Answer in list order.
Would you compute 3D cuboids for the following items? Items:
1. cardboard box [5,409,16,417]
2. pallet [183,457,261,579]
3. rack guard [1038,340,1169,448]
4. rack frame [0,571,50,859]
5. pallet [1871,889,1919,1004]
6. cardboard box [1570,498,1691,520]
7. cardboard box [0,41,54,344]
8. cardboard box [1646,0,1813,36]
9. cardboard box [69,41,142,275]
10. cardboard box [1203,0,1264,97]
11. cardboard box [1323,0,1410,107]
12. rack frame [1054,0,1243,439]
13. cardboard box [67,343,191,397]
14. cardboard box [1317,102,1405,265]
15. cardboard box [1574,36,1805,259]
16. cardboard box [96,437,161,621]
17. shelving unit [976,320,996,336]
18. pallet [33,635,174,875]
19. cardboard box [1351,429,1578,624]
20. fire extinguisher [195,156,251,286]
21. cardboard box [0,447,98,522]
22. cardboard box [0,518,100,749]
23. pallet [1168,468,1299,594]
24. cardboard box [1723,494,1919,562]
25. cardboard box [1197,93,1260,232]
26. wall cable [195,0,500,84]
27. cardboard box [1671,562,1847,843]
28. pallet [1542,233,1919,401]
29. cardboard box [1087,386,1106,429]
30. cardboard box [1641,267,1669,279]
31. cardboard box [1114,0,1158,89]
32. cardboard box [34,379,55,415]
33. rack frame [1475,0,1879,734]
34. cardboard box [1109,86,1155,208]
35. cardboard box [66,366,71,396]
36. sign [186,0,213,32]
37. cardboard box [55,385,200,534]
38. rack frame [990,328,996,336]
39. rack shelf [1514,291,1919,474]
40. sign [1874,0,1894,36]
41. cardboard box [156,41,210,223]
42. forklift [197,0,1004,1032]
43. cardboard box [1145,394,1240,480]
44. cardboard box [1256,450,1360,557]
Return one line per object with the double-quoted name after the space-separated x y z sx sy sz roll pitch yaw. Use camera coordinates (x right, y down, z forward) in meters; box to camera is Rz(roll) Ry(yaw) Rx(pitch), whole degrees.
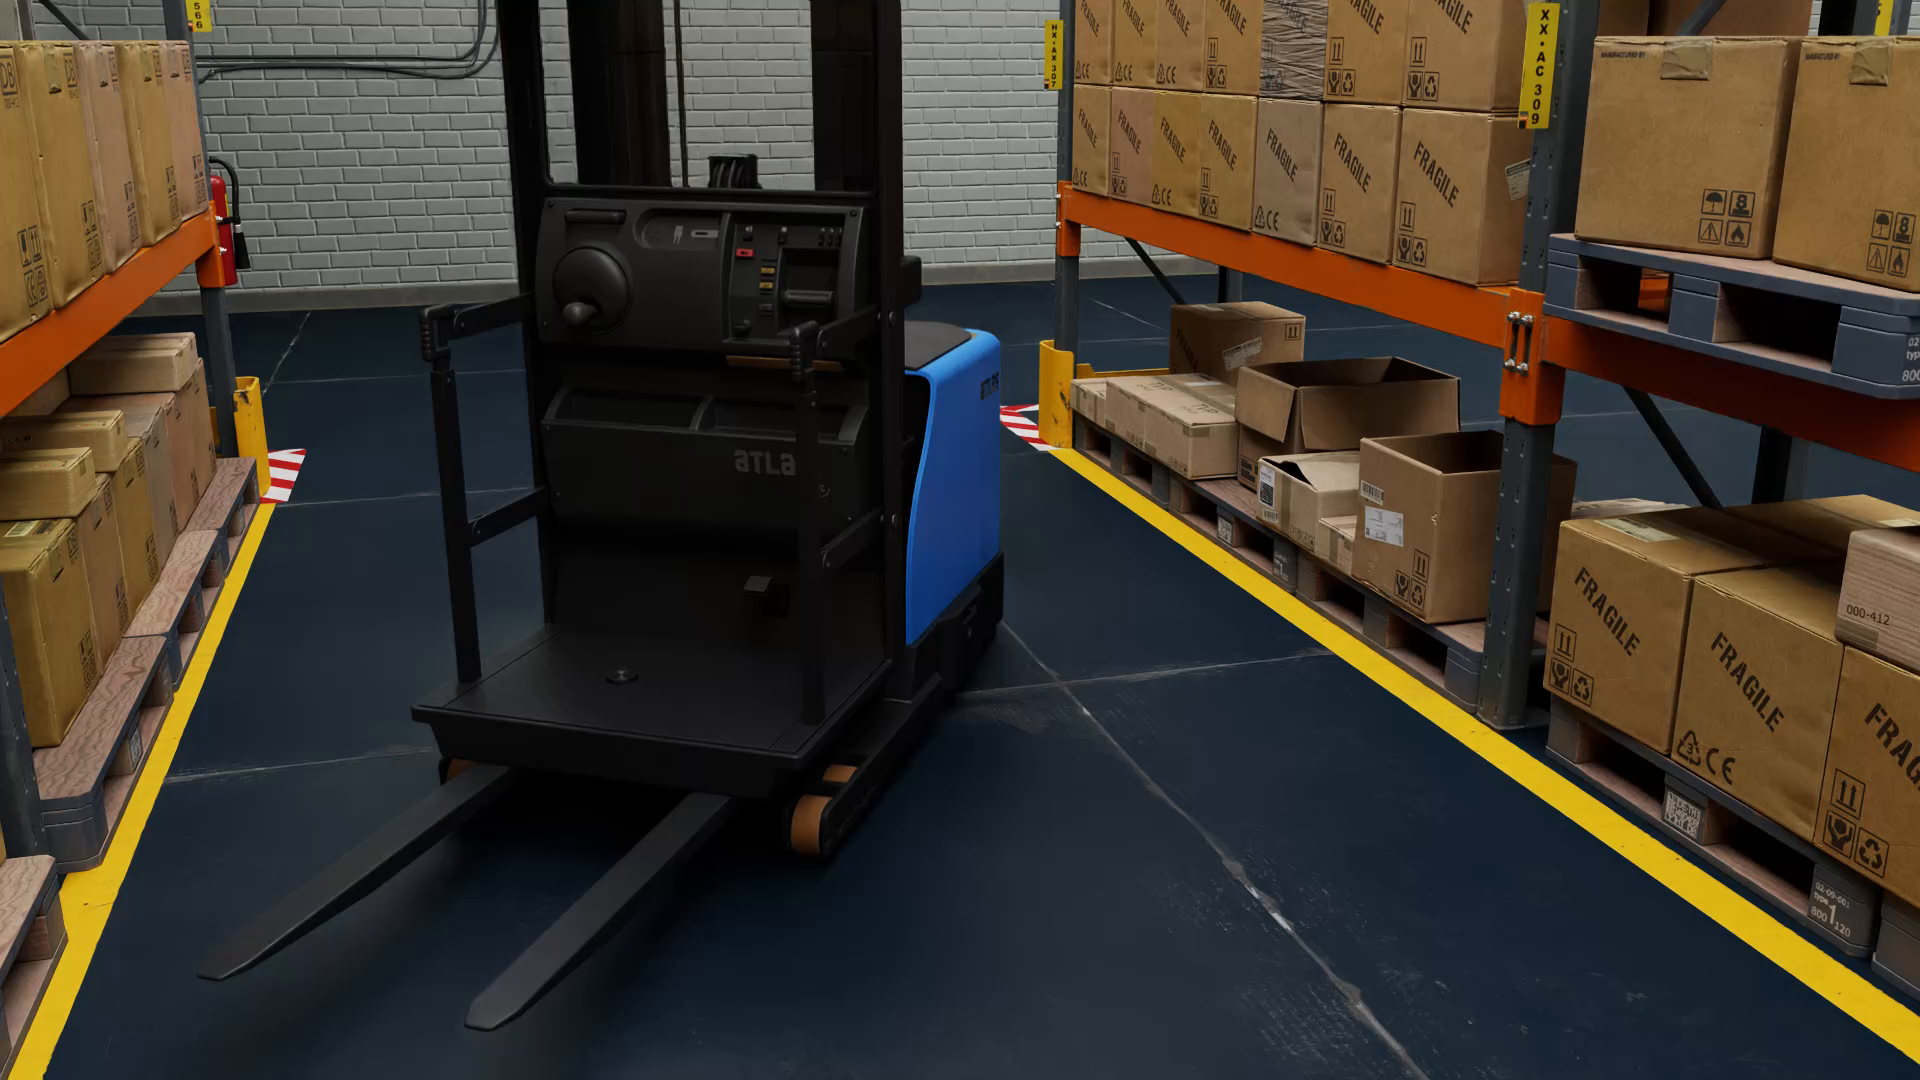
-3.295 -0.350 5.389 0.380 0.149 0.250 -5 17 -16 "cardboard box"
-3.481 -0.072 6.825 1.003 0.211 1.213 -5 17 -15 "pallet"
1.007 -0.797 8.736 1.175 0.500 0.348 -5 17 -15 "rack guard"
-2.677 -0.516 3.456 1.000 3.000 0.127 -5 17 -15 "rack frame"
2.684 0.987 3.300 1.003 0.211 1.213 -5 17 -15 "pallet"
2.178 0.035 5.530 0.500 0.311 0.500 -5 17 -15 "cardboard box"
-2.810 -0.811 3.917 0.980 0.700 0.700 -4 17 -14 "cardboard box"
2.226 -1.588 5.113 0.500 0.500 0.500 -4 17 -14 "cardboard box"
-3.215 -1.214 5.258 0.980 0.700 0.700 -6 18 -18 "cardboard box"
1.278 -1.975 6.402 0.500 0.500 0.500 -5 17 -16 "cardboard box"
1.554 -1.696 5.474 0.500 0.500 0.500 -5 17 -16 "cardboard box"
0.986 -2.015 8.447 1.000 3.000 0.127 -5 17 -15 "rack frame"
-3.206 -0.660 6.422 0.380 0.149 0.250 -4 17 -14 "cardboard box"
1.558 -1.217 5.616 0.500 0.500 0.500 -4 17 -14 "cardboard box"
2.000 -1.009 4.194 0.700 0.500 0.500 -12 20 -34 "cardboard box"
-3.058 -0.016 5.408 0.700 0.500 0.500 -4 17 -14 "cardboard box"
-0.002 -0.433 6.830 0.258 0.900 0.210 -5 17 -15 "shelving unit"
-2.811 0.603 4.578 1.003 0.211 1.213 -5 17 -15 "pallet"
1.656 -0.057 5.510 0.500 0.500 0.500 -5 17 -15 "cardboard box"
-3.374 -1.485 7.465 0.296 0.674 0.183 -5 17 -15 "fire extinguisher"
-2.703 -0.155 4.741 0.380 0.149 0.250 -4 17 -13 "cardboard box"
-2.784 0.265 4.471 0.700 0.500 0.500 -4 17 -15 "cardboard box"
1.558 -0.101 6.923 1.003 0.211 1.213 -5 17 -15 "pallet"
2.496 0.192 4.681 0.500 0.500 0.500 -5 17 -16 "cardboard box"
1.272 -1.500 6.557 0.500 0.500 0.500 -4 17 -15 "cardboard box"
-4.987 -4.601 12.026 3.097 2.526 0.112 -5 17 -15 "wall cable"
2.141 0.377 4.062 0.500 0.500 0.500 -4 17 -14 "cardboard box"
2.200 -0.587 4.026 1.003 0.211 1.213 -5 17 -15 "pallet"
0.839 -0.657 8.085 0.380 0.166 0.250 -5 17 -15 "cardboard box"
2.207 -1.119 5.290 0.500 0.500 0.500 -4 17 -14 "cardboard box"
1.005 -2.254 7.331 0.500 0.500 0.500 -5 17 -15 "cardboard box"
-3.435 -0.491 5.859 0.380 0.149 0.250 -4 17 -14 "cardboard box"
2.085 -0.909 4.763 1.000 3.000 0.127 -5 17 -15 "rack frame"
1.001 -1.777 7.481 0.500 0.500 0.500 -5 17 -16 "cardboard box"
-3.574 -0.630 6.323 0.380 0.149 0.250 -5 17 -15 "cardboard box"
-3.251 -2.330 7.069 0.100 0.325 0.005 -5 17 -15 "sign"
-3.350 -0.302 6.360 0.700 0.500 0.500 -5 17 -15 "cardboard box"
0.026 -0.405 6.736 0.240 0.900 0.006 -5 17 -15 "rack frame"
2.635 -0.011 3.025 1.077 0.370 4.000 -5 17 -15 "rack shelf"
2.618 -1.508 4.746 0.100 0.325 0.005 -5 17 -15 "sign"
-3.626 -1.626 6.629 0.980 0.700 0.700 -4 17 -13 "cardboard box"
-0.763 -0.716 4.241 1.130 2.935 3.031 5 17 16 "forklift"
1.137 -0.460 7.283 0.500 0.250 0.500 -5 17 -15 "cardboard box"
1.450 -0.174 6.228 0.500 0.311 0.500 -5 17 -15 "cardboard box"
